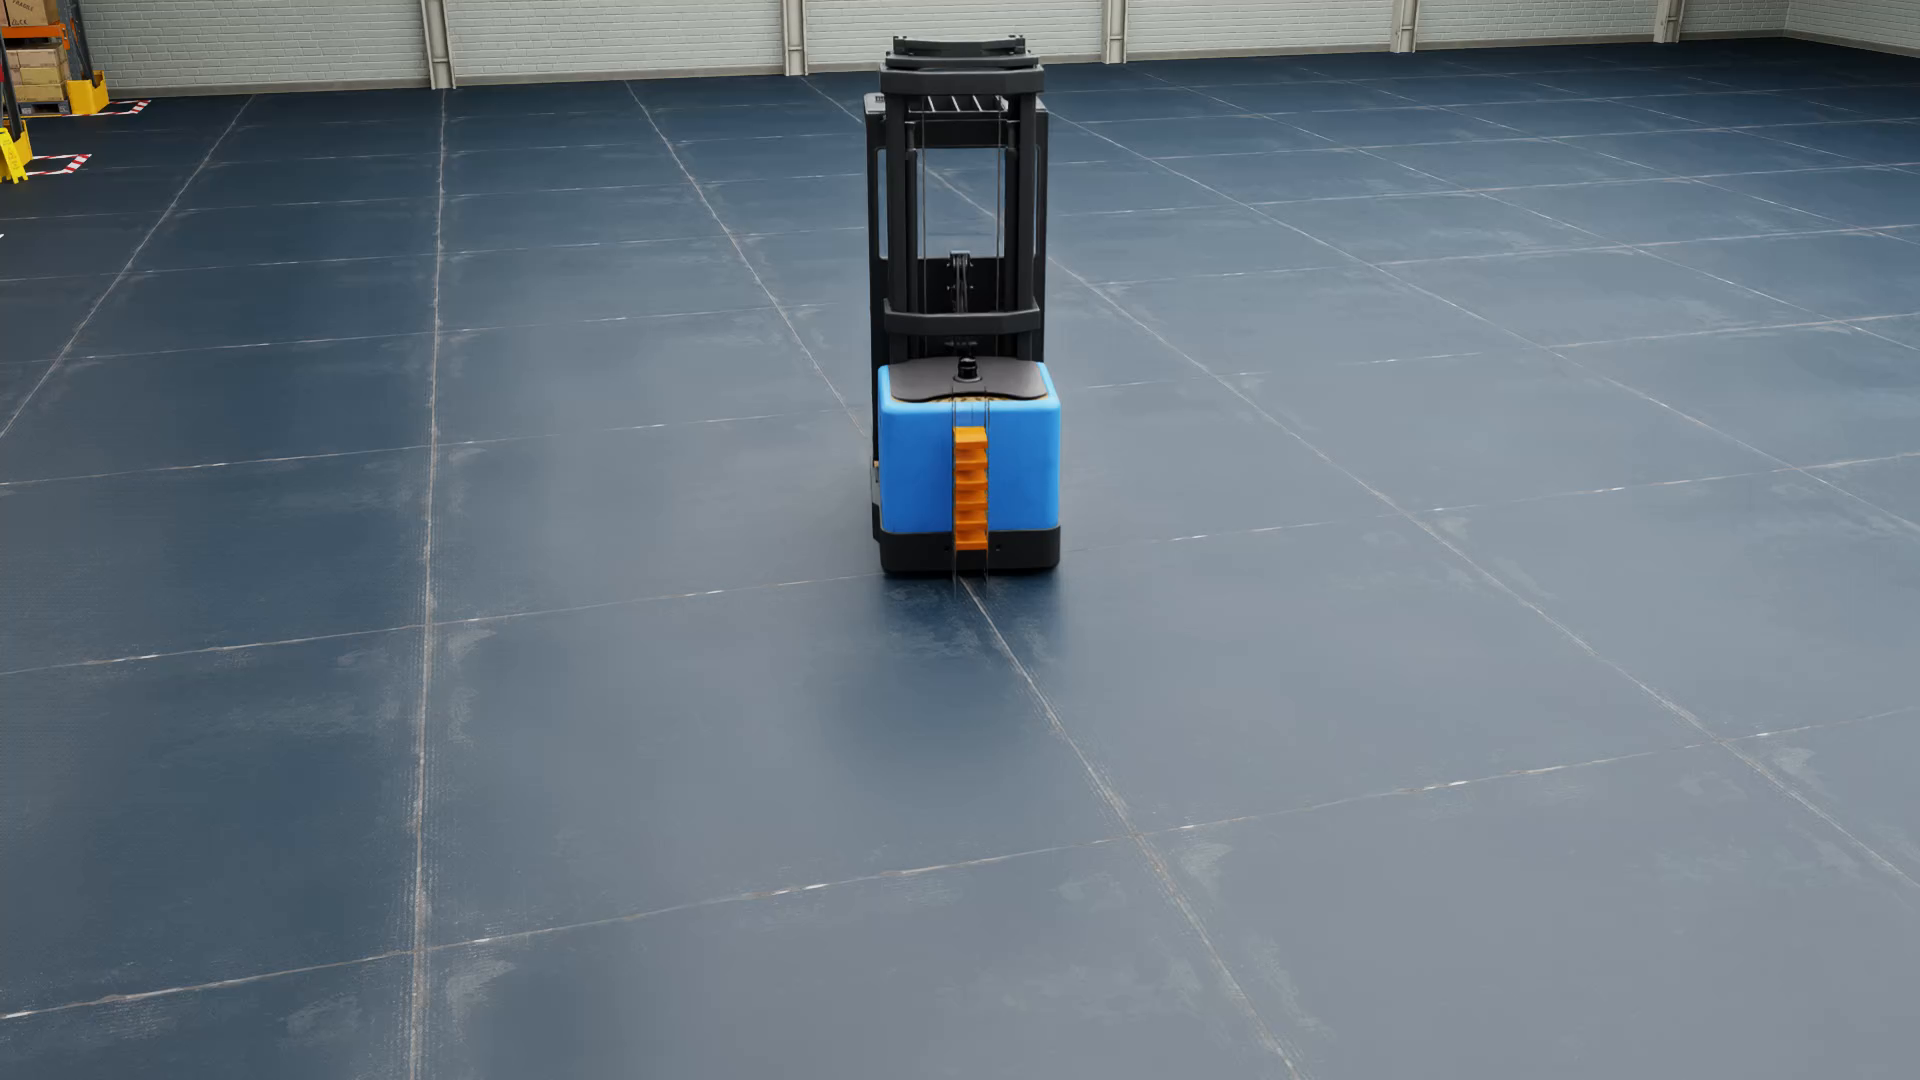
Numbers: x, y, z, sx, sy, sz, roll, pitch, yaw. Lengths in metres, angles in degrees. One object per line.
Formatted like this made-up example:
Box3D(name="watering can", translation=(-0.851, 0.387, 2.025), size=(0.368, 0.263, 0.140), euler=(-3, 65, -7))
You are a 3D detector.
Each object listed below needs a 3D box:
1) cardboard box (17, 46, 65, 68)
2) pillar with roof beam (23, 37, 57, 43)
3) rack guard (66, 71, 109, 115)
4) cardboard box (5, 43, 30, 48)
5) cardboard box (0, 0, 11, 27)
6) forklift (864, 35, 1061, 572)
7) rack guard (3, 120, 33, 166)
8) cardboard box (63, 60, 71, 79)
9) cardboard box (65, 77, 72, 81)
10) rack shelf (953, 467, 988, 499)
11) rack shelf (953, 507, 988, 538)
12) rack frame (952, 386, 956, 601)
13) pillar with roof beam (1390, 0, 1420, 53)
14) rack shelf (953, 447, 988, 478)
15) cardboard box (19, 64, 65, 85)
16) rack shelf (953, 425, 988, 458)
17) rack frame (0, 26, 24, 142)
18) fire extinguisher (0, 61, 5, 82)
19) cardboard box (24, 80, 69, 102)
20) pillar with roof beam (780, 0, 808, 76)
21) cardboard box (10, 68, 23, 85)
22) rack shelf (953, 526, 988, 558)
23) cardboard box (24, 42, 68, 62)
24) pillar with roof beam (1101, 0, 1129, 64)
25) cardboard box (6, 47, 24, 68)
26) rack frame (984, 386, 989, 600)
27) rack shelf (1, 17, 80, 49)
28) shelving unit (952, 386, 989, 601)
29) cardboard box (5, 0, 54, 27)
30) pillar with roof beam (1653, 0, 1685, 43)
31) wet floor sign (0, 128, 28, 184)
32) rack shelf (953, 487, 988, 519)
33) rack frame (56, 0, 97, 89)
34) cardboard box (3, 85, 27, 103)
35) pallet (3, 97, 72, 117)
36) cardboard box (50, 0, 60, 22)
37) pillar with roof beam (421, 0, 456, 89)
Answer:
Box3D(name="cardboard box", translation=(-13.918, -7.317, 25.185), size=(0.500, 0.250, 0.500), euler=(-5, 24, -13))
Box3D(name="pillar with roof beam", translation=(-13.310, -9.486, 20.945), size=(0.400, 9.000, 9.100), euler=(-6, 24, -14))
Box3D(name="rack guard", translation=(-13.536, -6.949, 25.811), size=(0.348, 0.500, 1.175), euler=(-6, 24, -14))
Box3D(name="cardboard box", translation=(-14.553, -7.450, 25.496), size=(0.500, 0.250, 0.500), euler=(-6, 24, -14))
Box3D(name="cardboard box", translation=(-14.464, -7.937, 24.818), size=(0.500, 0.500, 0.500), euler=(-6, 24, -13))
Box3D(name="forklift", translation=(-0.034, -1.704, 10.504), size=(1.130, 2.935, 3.031), euler=(-2, 23, -4))
Box3D(name="rack guard", translation=(-12.288, -5.054, 21.396), size=(0.348, 0.500, 1.175), euler=(-6, 24, -14))
Box3D(name="cardboard box", translation=(-14.068, -7.283, 25.740), size=(0.500, 0.250, 0.500), euler=(-6, 24, -13))
Box3D(name="cardboard box", translation=(-14.085, -7.047, 25.823), size=(0.500, 0.250, 0.500), euler=(-6, 24, -14))
Box3D(name="rack shelf", translation=(0.057, -0.323, 9.289), size=(0.180, 0.103, 0.258), euler=(-2, 23, -4))
Box3D(name="rack shelf", translation=(0.057, -0.103, 9.384), size=(0.180, 0.103, 0.258), euler=(-2, 23, -4))
Box3D(name="rack frame", translation=(-0.035, -0.251, 9.313), size=(0.006, 1.200, 0.240), euler=(-2, 23, -4))
Box3D(name="pillar with roof beam", translation=(9.798, -12.042, 26.903), size=(0.400, 9.000, 9.100), euler=(-6, 24, -14))
Box3D(name="rack shelf", translation=(0.057, -0.433, 9.241), size=(0.180, 0.103, 0.258), euler=(-2, 23, -4))
Box3D(name="cardboard box", translation=(-13.943, -7.084, 25.276), size=(0.500, 0.250, 0.500), euler=(-7, 24, -15))
Box3D(name="rack shelf", translation=(0.057, -0.543, 9.194), size=(0.180, 0.103, 0.258), euler=(-2, 23, -4))
Box3D(name="rack frame", translation=(-12.215, -6.211, 20.922), size=(0.127, 3.000, 1.000), euler=(-6, 24, -14))
Box3D(name="fire extinguisher", translation=(-11.980, -6.013, 20.557), size=(0.183, 0.674, 0.296), euler=(-6, 24, -14))
Box3D(name="cardboard box", translation=(-13.926, -6.855, 25.376), size=(0.500, 0.250, 0.500), euler=(-6, 24, -14))
Box3D(name="pillar with roof beam", translation=(-1.756, -10.764, 23.924), size=(0.400, 9.000, 9.100), euler=(-6, 24, -14))
Box3D(name="cardboard box", translation=(-14.429, -7.035, 25.161), size=(0.500, 0.250, 0.500), euler=(-7, 24, -15))
Box3D(name="rack shelf", translation=(0.057, 0.008, 9.431), size=(0.180, 0.103, 0.258), euler=(-2, 23, -4))
Box3D(name="cardboard box", translation=(-14.073, -7.505, 25.623), size=(0.500, 0.250, 0.500), euler=(-7, 24, -15))
Box3D(name="pillar with roof beam", translation=(4.021, -11.403, 25.413), size=(0.400, 9.000, 9.100), euler=(-6, 24, -14))
Box3D(name="cardboard box", translation=(-14.408, -7.260, 25.053), size=(0.500, 0.250, 0.500), euler=(-6, 24, -13))
Box3D(name="rack frame", translation=(0.148, -0.256, 9.325), size=(0.006, 1.200, 0.240), euler=(-2, 23, -4))
Box3D(name="rack shelf", translation=(-15.485, -7.552, 24.958), size=(4.000, 0.370, 1.077), euler=(-6, 24, -14))
Box3D(name="shelving unit", translation=(0.057, -0.254, 9.319), size=(0.189, 1.200, 0.258), euler=(-2, 23, -4))
Box3D(name="cardboard box", translation=(-13.962, -7.989, 24.938), size=(0.500, 0.500, 0.500), euler=(-7, 24, -16))
Box3D(name="pillar with roof beam", translation=(15.575, -12.681, 28.392), size=(0.400, 9.000, 9.100), euler=(-6, 24, -14))
Box3D(name="wet floor sign", translation=(-11.743, -4.743, 20.486), size=(0.232, 0.644, 0.267), euler=(2, 23, 4))
Box3D(name="rack shelf", translation=(0.057, -0.213, 9.336), size=(0.180, 0.103, 0.258), euler=(-2, 23, -4))
Box3D(name="rack frame", translation=(-13.559, -8.095, 25.313), size=(0.127, 3.000, 1.000), euler=(-6, 24, -14))
Box3D(name="cardboard box", translation=(-14.408, -6.805, 25.261), size=(0.500, 0.250, 0.500), euler=(-6, 24, -14))
Box3D(name="pallet", translation=(-14.284, -6.717, 25.635), size=(1.213, 0.211, 1.003), euler=(-6, 24, -14))
Box3D(name="cardboard box", translation=(-14.111, -8.194, 25.416), size=(0.500, 0.500, 0.500), euler=(-6, 24, -13))
Box3D(name="pillar with roof beam", translation=(-7.533, -10.125, 22.435), size=(0.400, 9.000, 9.100), euler=(-6, 24, -14))
